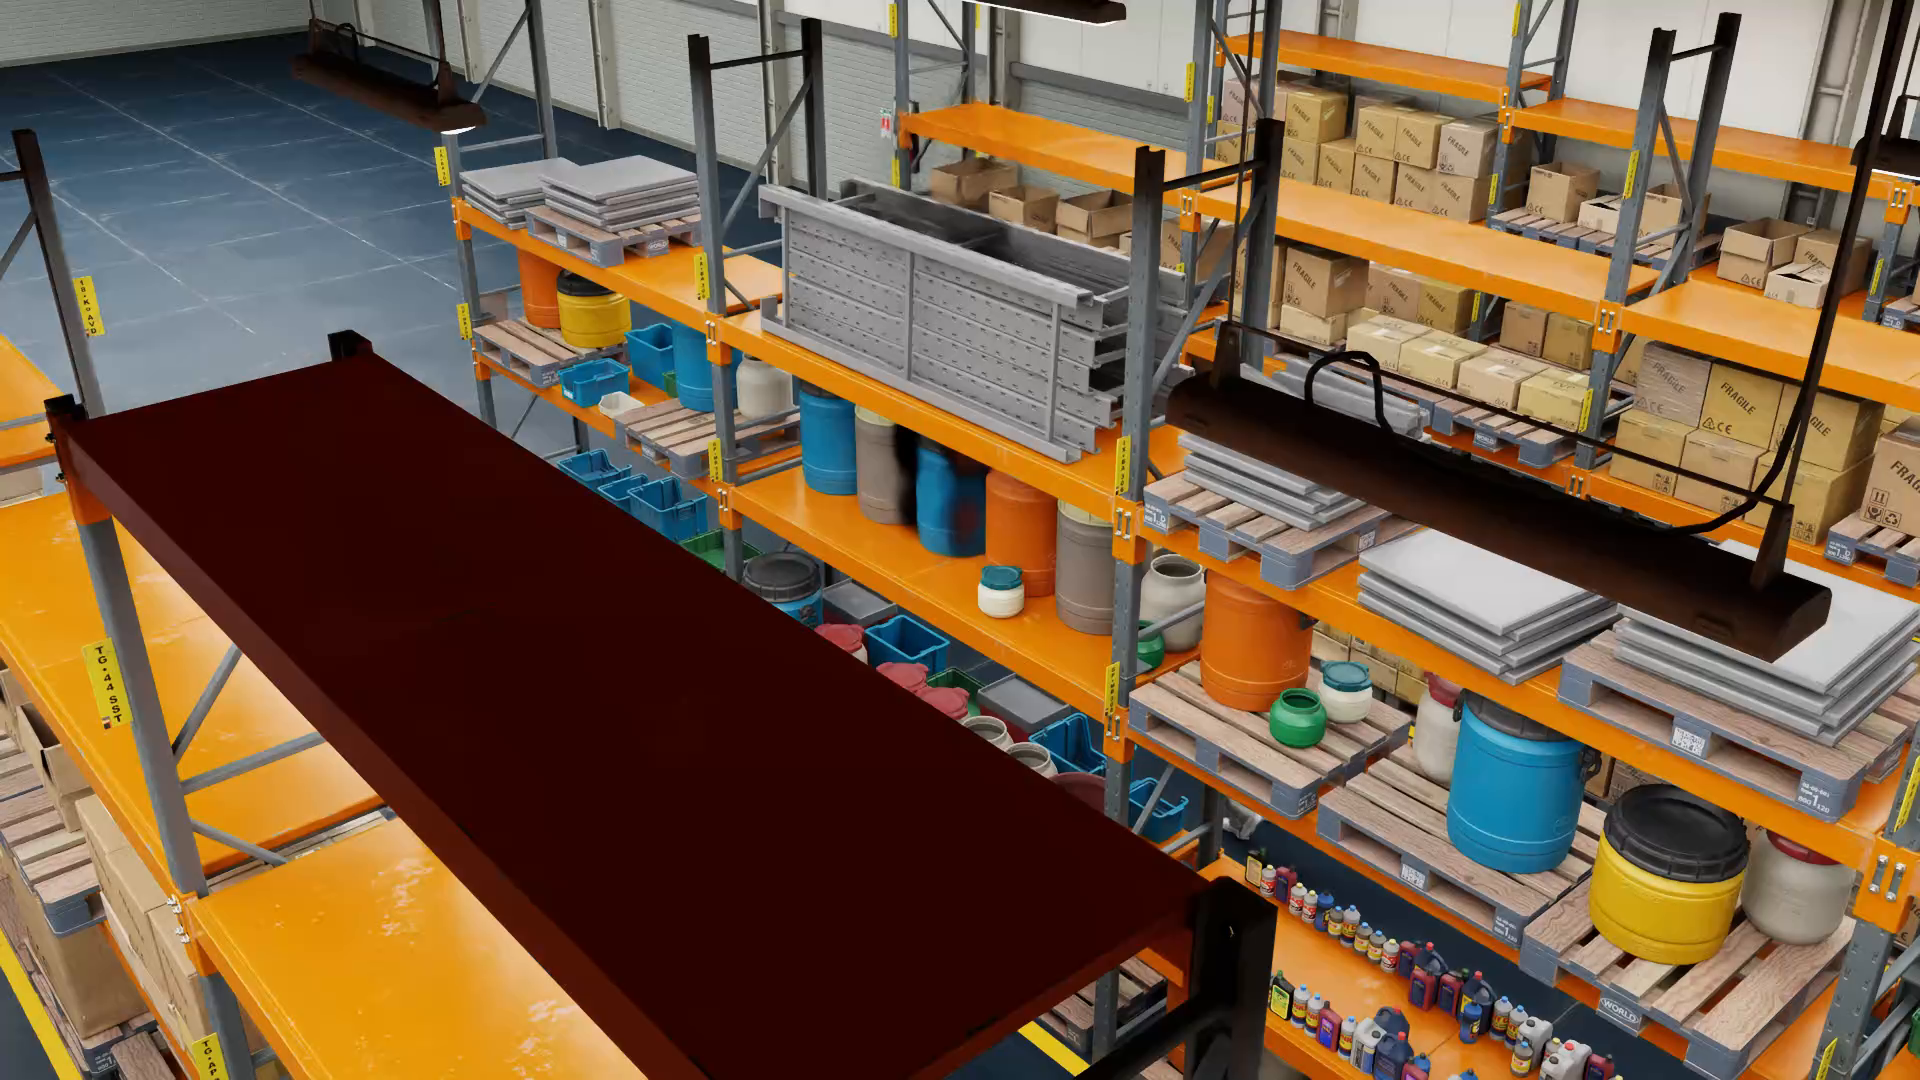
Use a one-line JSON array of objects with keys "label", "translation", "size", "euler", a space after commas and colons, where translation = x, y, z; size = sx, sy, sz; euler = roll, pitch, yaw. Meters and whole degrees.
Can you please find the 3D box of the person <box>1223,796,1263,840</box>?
[{"label": "person", "translation": [2.125, 1.581, 12.702], "size": [0.596, 1.609, 0.531], "euler": [-23, 35, -38]}]
